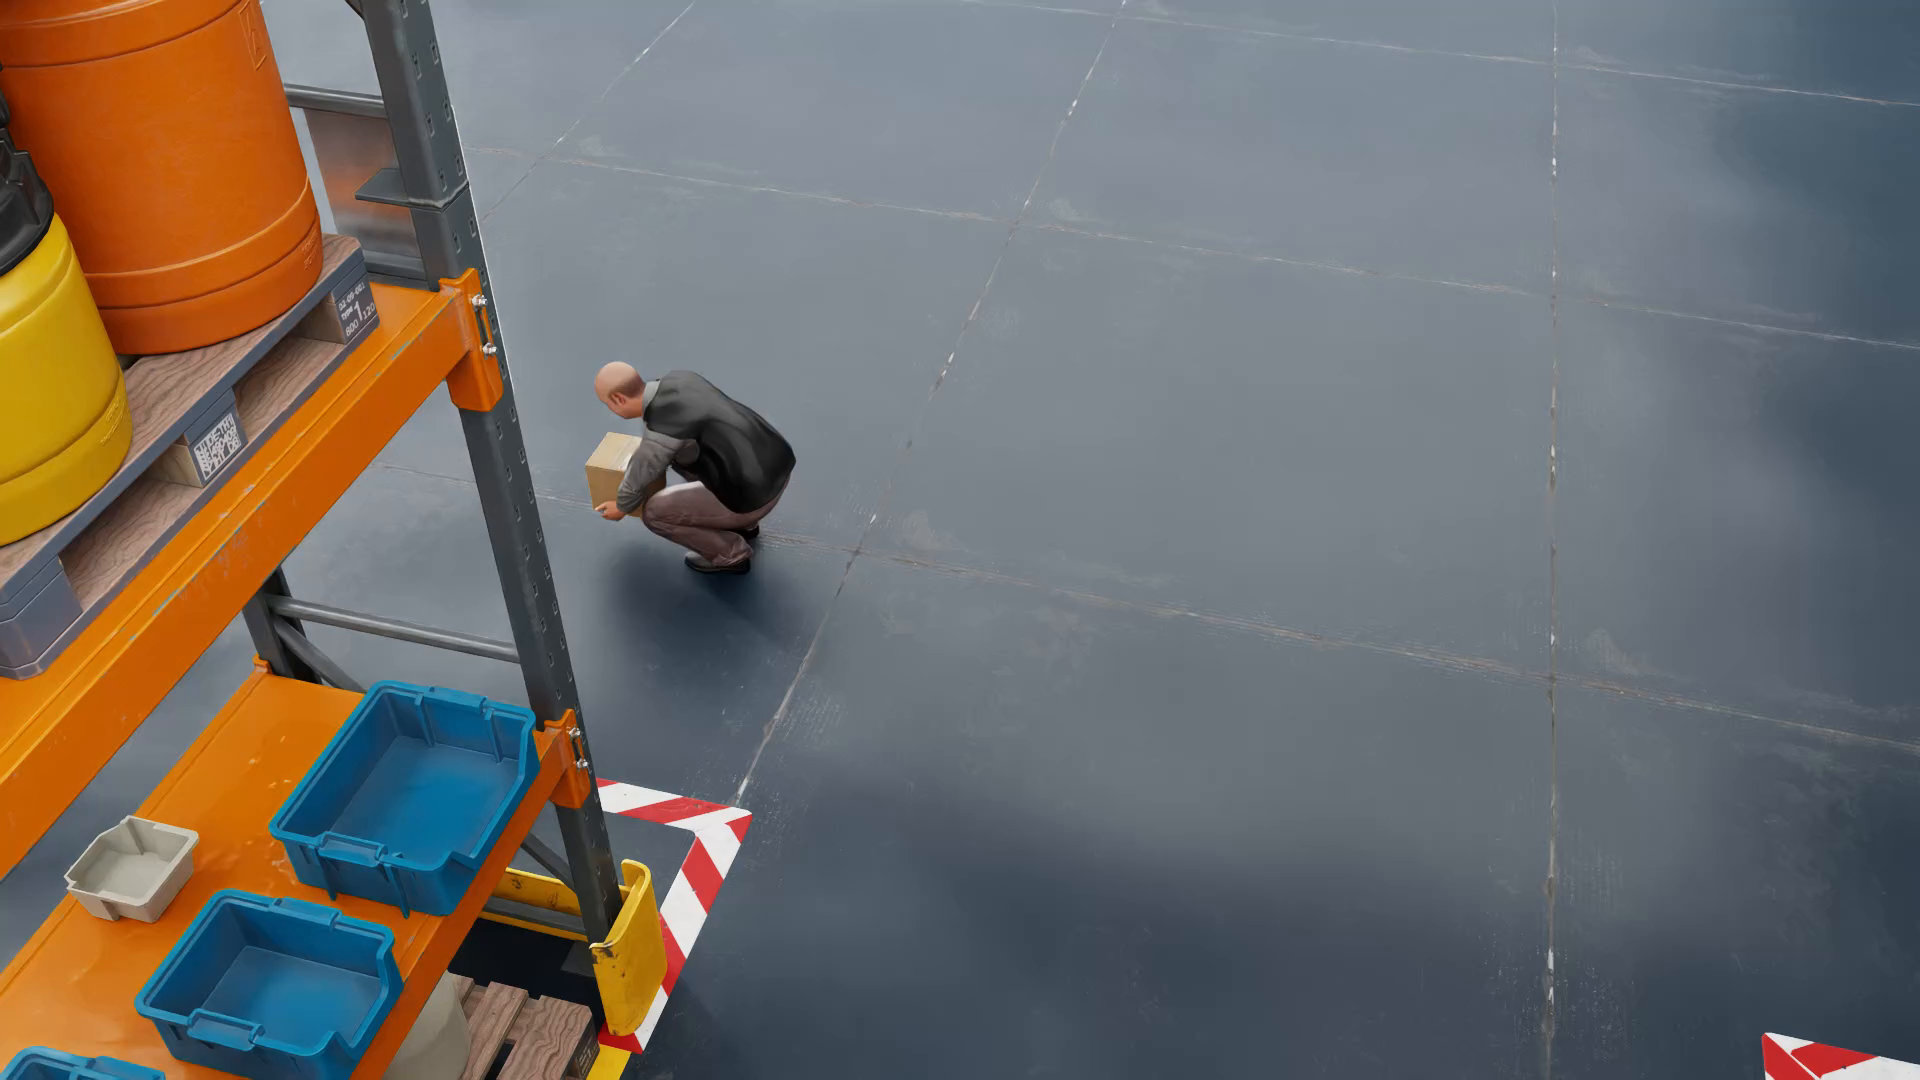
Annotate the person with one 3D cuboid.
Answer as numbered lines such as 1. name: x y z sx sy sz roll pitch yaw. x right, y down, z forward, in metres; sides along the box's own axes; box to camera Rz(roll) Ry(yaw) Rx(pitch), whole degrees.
1. person: -1.152 -0.341 7.159 0.851 0.967 0.534 10 42 11
